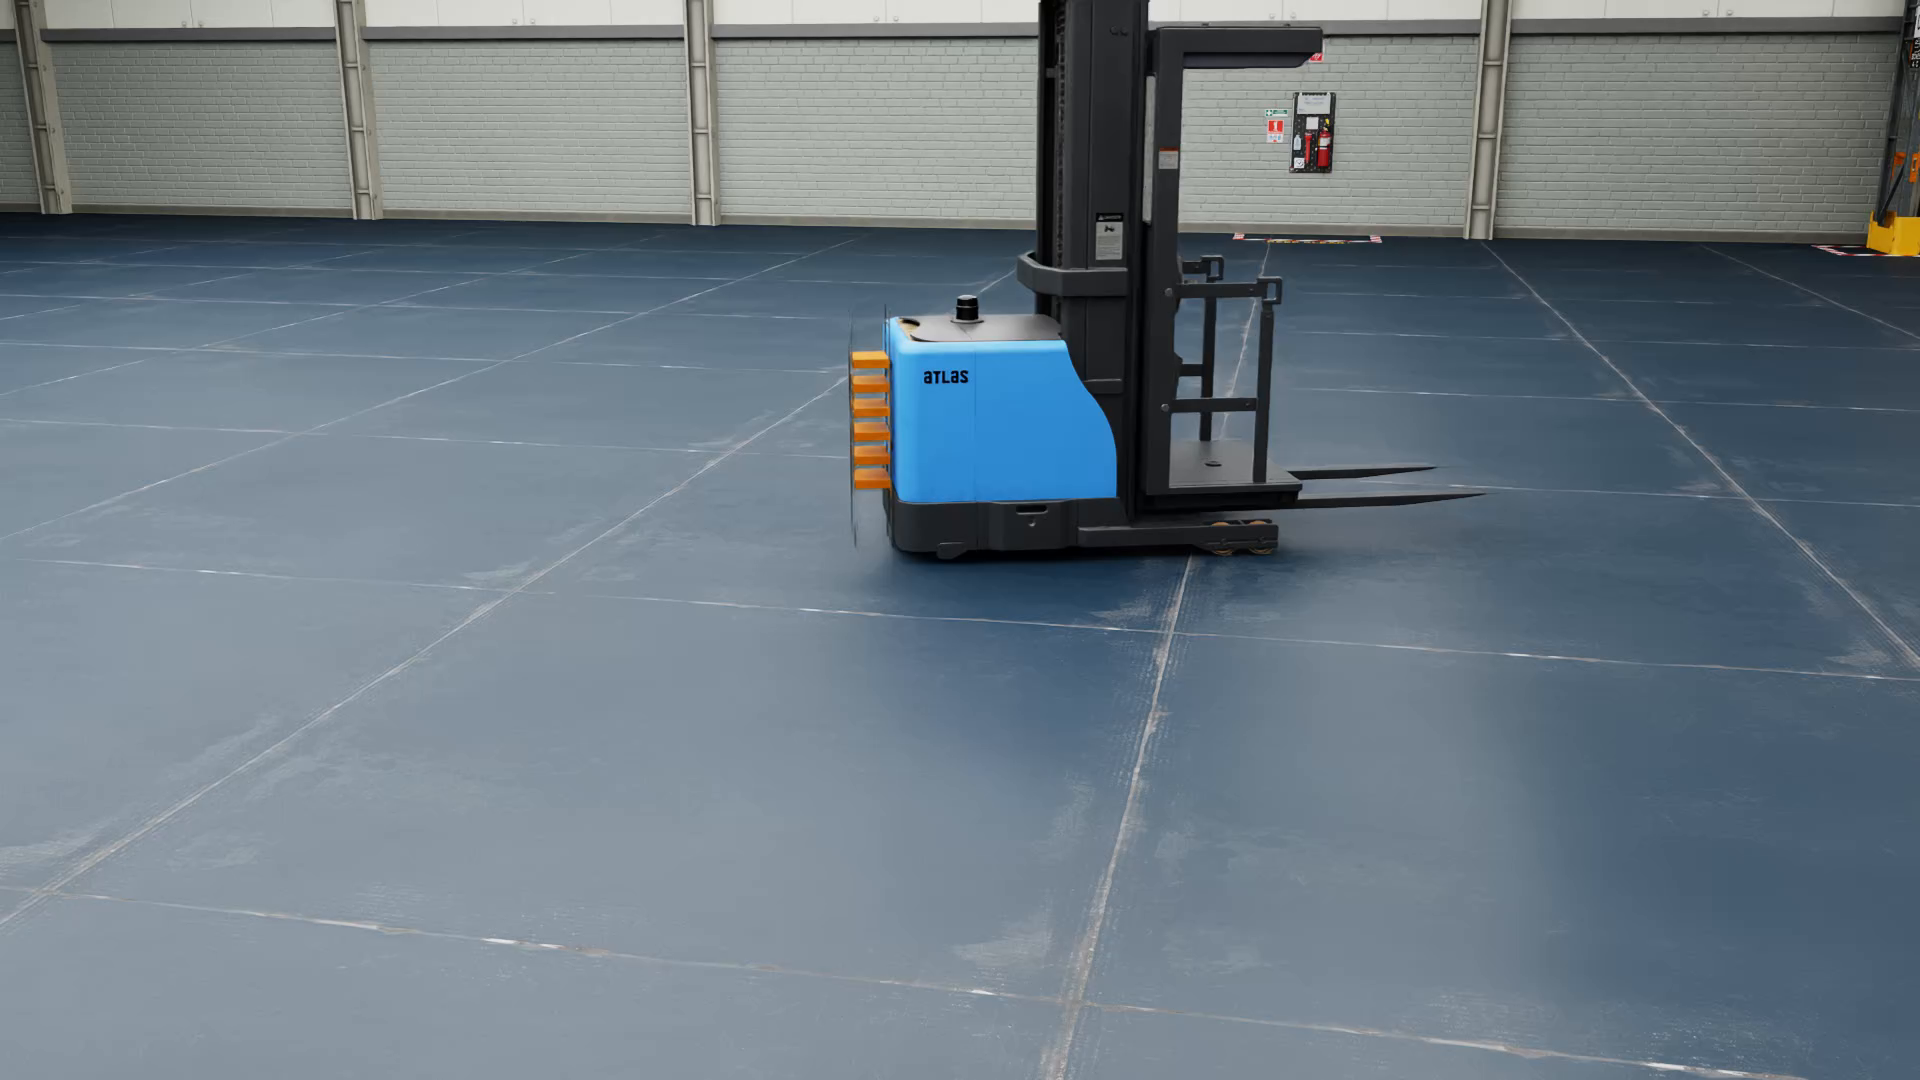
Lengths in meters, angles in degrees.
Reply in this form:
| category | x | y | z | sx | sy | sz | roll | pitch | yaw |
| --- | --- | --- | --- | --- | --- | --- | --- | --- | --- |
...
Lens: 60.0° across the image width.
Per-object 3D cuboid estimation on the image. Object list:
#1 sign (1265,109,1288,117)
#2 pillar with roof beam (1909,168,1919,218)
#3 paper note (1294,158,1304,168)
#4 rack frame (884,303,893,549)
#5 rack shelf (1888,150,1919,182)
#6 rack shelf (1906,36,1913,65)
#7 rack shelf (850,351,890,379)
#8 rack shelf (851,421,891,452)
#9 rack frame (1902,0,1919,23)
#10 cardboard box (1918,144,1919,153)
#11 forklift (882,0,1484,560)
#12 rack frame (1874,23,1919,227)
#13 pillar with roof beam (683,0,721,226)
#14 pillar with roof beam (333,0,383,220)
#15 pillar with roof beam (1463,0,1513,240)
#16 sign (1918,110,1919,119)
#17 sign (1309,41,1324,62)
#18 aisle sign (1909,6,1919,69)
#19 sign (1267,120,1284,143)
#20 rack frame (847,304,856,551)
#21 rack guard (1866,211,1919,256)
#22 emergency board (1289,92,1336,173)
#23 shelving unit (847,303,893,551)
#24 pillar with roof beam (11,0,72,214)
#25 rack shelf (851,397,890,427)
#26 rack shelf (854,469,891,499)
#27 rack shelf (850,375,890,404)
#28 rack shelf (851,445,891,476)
| category | x | y | z | sx | sy | sz | roll | pitch | yaw |
| --- | --- | --- | --- | --- | --- | --- | --- | --- | --- |
| sign | 4.730 | -6.379 | 24.841 | 0.331 | 0.109 | 0.001 | 3 | 16 | 11 |
| pillar with roof beam | 12.684 | -7.357 | 18.193 | 0.400 | 9.000 | 9.100 | 3 | 16 | 11 |
| paper note | 5.089 | -5.655 | 24.939 | 0.142 | 0.148 | 0.016 | 3 | 16 | 11 |
| rack frame | -0.356 | -0.563 | 8.277 | 0.006 | 1.200 | 0.240 | -2 | 16 | -7 |
| rack shelf | 14.644 | -4.950 | 22.089 | 4.000 | 0.370 | 1.077 | 3 | 16 | 11 |
| rack shelf | 14.644 | -6.395 | 21.688 | 4.000 | 0.370 | 1.077 | 3 | 16 | 11 |
| rack shelf | -0.447 | -0.864 | 8.182 | 0.180 | 0.103 | 0.258 | -2 | 16 | -7 |
| rack shelf | -0.447 | -0.517 | 8.278 | 0.180 | 0.103 | 0.258 | -2 | 16 | -7 |
| rack frame | 12.684 | -8.294 | 21.576 | 0.127 | 3.000 | 1.000 | 3 | 16 | 11 |
| cardboard box | 13.181 | -5.366 | 22.487 | 0.500 | 0.250 | 0.500 | 3 | 16 | 12 |
| forklift | 1.144 | -1.472 | 8.314 | 3.031 | 2.935 | 1.130 | -2 | 16 | -7 |
| rack frame | 12.684 | -5.403 | 22.377 | 0.127 | 3.000 | 1.000 | 3 | 16 | 11 |
| pillar with roof beam | -4.955 | -8.314 | 21.650 | 0.400 | 9.000 | 9.100 | 3 | 16 | 11 |
| pillar with roof beam | -10.834 | -8.633 | 22.802 | 0.400 | 9.000 | 9.100 | 3 | 16 | 11 |
| pillar with roof beam | 6.805 | -7.676 | 19.345 | 0.400 | 9.000 | 9.100 | 3 | 16 | 11 |
| sign | 12.576 | -5.678 | 21.749 | 0.005 | 0.325 | 0.100 | 3 | 16 | 11 |
| sign | 5.260 | -7.196 | 24.508 | 0.199 | 0.298 | 0.001 | 3 | 16 | 11 |
| aisle sign | 12.554 | -6.581 | 21.760 | 0.004 | 0.787 | 0.394 | 3 | 16 | 11 |
| sign | 4.727 | -6.126 | 24.921 | 0.234 | 0.329 | 0.001 | 3 | 16 | 11 |
| rack frame | -0.537 | -0.557 | 8.255 | 0.006 | 1.200 | 0.240 | -2 | 16 | -7 |
| rack guard | 12.758 | -4.194 | 22.696 | 0.348 | 0.500 | 1.175 | 3 | 16 | 11 |
| emergency board | 5.248 | -6.052 | 24.722 | 0.643 | 1.169 | 0.194 | 3 | 16 | 11 |
| shelving unit | -0.447 | -0.560 | 8.266 | 0.189 | 1.200 | 0.258 | -2 | 16 | -7 |
| pillar with roof beam | -16.714 | -8.953 | 23.954 | 0.400 | 9.000 | 9.100 | 3 | 16 | 11 |
| rack shelf | -0.447 | -0.633 | 8.246 | 0.180 | 0.103 | 0.258 | -2 | 16 | -7 |
| rack shelf | -0.447 | -0.286 | 8.342 | 0.180 | 0.103 | 0.258 | -2 | 16 | -7 |
| rack shelf | -0.447 | -0.748 | 8.214 | 0.180 | 0.103 | 0.258 | -2 | 16 | -7 |
| rack shelf | -0.447 | -0.402 | 8.310 | 0.180 | 0.103 | 0.258 | -2 | 16 | -7 |
